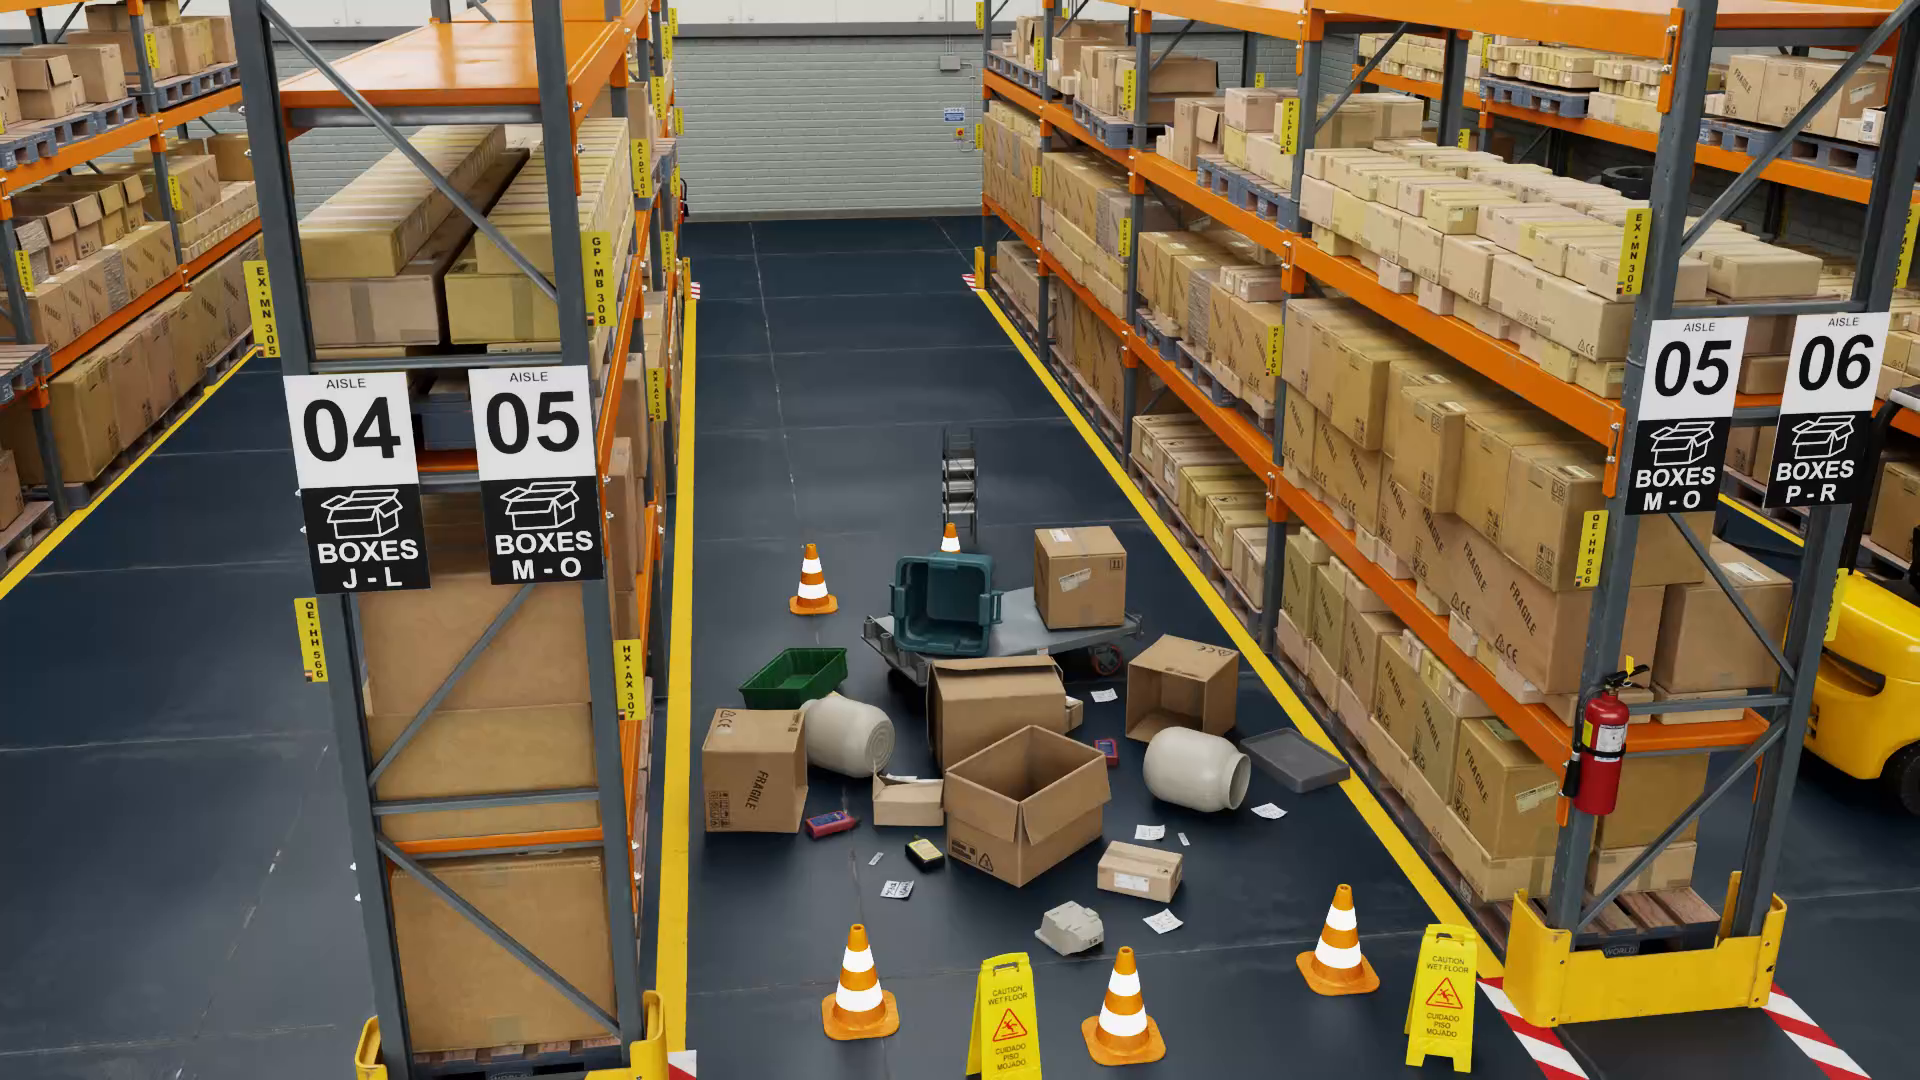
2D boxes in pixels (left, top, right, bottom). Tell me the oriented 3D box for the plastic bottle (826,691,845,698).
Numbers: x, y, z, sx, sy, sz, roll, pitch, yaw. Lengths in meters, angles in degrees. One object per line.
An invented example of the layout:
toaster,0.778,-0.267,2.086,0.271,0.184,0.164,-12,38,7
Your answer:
plastic bottle,-0.821,1.002,10.447,0.133,0.061,0.283,-15,25,-35

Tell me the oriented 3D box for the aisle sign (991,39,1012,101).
aisle sign,0.502,-6.062,21.444,0.394,0.787,0.004,-3,21,-8

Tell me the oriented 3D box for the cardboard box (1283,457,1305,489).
cardboard box,2.257,-0.436,10.455,0.380,0.149,0.250,-3,21,-8

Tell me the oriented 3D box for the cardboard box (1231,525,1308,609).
cardboard box,2.451,0.174,11.619,0.950,0.372,0.625,-3,21,-7

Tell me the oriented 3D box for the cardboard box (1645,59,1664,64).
cardboard box,6.842,-4.554,16.053,0.380,0.149,0.250,-3,21,-8

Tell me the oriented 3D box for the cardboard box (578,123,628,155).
cardboard box,-1.950,-2.101,8.743,0.380,0.149,0.250,-3,21,-8

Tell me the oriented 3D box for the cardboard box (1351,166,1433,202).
cardboard box,2.359,-1.942,9.060,0.380,0.149,0.250,-3,21,-8

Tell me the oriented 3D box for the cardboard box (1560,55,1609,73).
cardboard box,6.177,-4.715,16.457,0.380,0.149,0.250,-3,21,-7

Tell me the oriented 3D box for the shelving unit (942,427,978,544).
shelving unit,-0.001,-0.424,13.066,0.258,0.900,0.210,-3,21,-8

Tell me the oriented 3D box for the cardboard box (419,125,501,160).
cardboard box,-2.600,-2.067,8.653,0.380,0.149,0.250,-3,21,-8

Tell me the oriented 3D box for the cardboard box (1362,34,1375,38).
cardboard box,5.526,-6.628,21.461,0.500,0.250,0.500,-3,21,-8

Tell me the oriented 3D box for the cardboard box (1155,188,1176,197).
cardboard box,2.043,-2.933,15.211,0.500,0.500,0.500,-3,21,-8

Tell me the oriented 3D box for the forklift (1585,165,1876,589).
forklift,5.200,-1.165,12.147,3.031,2.935,1.130,13,24,30

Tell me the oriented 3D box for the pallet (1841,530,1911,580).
pallet,7.296,0.123,12.586,1.003,0.211,1.213,-3,21,-8

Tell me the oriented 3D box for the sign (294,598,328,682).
sign,-2.317,0.360,5.972,0.100,0.325,0.005,-3,21,-8

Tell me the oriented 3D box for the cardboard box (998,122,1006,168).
cardboard box,0.750,-4.812,20.241,0.500,0.500,0.500,-3,21,-8

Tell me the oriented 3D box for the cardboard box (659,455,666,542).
cardboard box,-2.803,-0.404,12.626,1.050,0.750,0.750,-3,21,-7

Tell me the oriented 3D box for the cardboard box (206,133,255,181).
cardboard box,-8.677,-4.599,19.960,0.500,0.500,0.500,-3,21,-7

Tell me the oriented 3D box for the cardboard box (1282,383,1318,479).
cardboard box,2.317,-0.699,10.232,0.500,0.500,0.500,-3,21,-8

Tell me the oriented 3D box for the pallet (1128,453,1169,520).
pallet,2.064,-0.487,14.218,1.003,0.211,1.213,-3,21,-8

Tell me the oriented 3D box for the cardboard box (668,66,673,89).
cardboard box,-3.522,-5.208,18.800,0.500,0.250,0.500,-2,21,-5

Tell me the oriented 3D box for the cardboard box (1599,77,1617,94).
cardboard box,6.415,-4.395,16.053,0.380,0.149,0.250,-2,21,-6

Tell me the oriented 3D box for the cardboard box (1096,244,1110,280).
cardboard box,1.554,-2.560,15.283,0.500,0.250,0.500,-3,21,-9

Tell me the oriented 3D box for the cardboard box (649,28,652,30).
cardboard box,-3.592,-5.760,18.993,0.380,0.149,0.250,-2,21,-7

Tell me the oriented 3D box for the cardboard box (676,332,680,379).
cardboard box,-3.152,-1.946,17.113,0.500,0.500,0.500,-3,21,-9

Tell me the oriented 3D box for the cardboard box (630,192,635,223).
cardboard box,-1.985,-1.815,9.118,0.380,0.149,0.250,-3,21,-8

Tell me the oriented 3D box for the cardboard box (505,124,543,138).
cardboard box,-2.825,-2.597,10.980,0.500,0.311,0.500,-4,21,-10

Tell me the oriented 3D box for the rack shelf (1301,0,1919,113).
rack shelf,2.818,-2.458,7.970,1.077,0.370,4.000,-3,21,-8

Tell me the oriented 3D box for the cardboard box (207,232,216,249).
cardboard box,-8.260,-3.224,17.919,0.380,0.149,0.250,-3,21,-9

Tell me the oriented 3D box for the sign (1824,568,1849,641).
sign,3.643,0.273,6.961,0.100,0.325,0.005,-3,21,-8

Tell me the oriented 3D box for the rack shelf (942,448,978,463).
rack shelf,-0.001,-0.646,12.983,0.258,0.077,0.200,-3,21,-8

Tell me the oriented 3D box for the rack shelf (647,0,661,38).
rack shelf,-3.219,-4.758,14.693,1.077,0.370,4.000,-3,21,-8

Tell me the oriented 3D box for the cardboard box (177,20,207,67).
cardboard box,-8.795,-5.475,18.414,0.700,0.500,0.500,-4,21,-11

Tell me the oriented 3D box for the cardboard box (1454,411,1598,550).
cardboard box,2.751,-0.290,7.709,0.700,0.500,0.500,-3,21,-7

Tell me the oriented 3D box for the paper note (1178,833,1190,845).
paper note,1.198,1.603,8.911,0.032,0.001,0.123,-3,21,-8

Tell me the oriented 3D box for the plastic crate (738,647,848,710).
plastic crate,-1.033,0.890,10.482,0.450,0.188,0.662,-2,18,24

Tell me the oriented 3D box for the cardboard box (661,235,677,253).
cardboard box,-3.225,-3.161,17.752,0.380,0.149,0.250,-2,21,-6

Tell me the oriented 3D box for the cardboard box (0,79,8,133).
cardboard box,-8.013,-3.422,13.056,0.797,0.503,0.637,-2,21,-5

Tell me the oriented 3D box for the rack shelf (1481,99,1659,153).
rack shelf,6.576,-4.076,16.584,1.077,0.370,4.000,-3,21,-8

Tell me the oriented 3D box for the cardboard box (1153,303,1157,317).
cardboard box,1.823,-1.921,13.832,0.380,0.149,0.250,-4,21,-11

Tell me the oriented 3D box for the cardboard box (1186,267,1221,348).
cardboard box,2.018,-1.742,12.425,0.500,0.500,0.500,-4,21,-10

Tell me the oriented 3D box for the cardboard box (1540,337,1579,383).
cardboard box,2.709,-0.775,7.077,0.380,0.149,0.250,-3,21,-7

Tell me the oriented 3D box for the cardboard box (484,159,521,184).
cardboard box,-2.487,-1.754,8.384,0.500,0.250,0.500,-3,21,-8

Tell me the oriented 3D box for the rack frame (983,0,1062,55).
rack frame,0.800,-7.644,20.821,1.000,3.000,0.127,-3,21,-8

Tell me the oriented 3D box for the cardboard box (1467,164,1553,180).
cardboard box,3.021,-1.977,9.155,0.380,0.149,0.250,-2,21,-6

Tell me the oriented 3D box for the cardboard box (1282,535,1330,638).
cardboard box,2.347,0.279,10.440,0.500,0.500,0.500,-2,21,-5

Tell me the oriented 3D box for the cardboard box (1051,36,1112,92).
cardboard box,1.216,-4.778,16.691,0.500,0.500,0.500,-3,21,-9

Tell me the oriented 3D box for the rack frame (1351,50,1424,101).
rack frame,5.711,-5.085,22.545,1.000,3.000,0.127,-3,21,-8

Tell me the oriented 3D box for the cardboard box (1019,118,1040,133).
cardboard box,0.895,-4.804,19.293,0.380,0.149,0.250,-3,21,-9

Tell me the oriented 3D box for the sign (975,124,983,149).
sign,0.250,-5.250,21.636,0.100,0.325,0.005,-3,21,-8

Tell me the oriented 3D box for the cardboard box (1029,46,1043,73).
cardboard box,0.967,-5.240,18.119,0.396,0.266,0.258,-2,21,-6

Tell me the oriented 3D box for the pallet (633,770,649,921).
pallet,-2.143,1.603,8.624,1.003,0.211,1.213,-3,21,-8

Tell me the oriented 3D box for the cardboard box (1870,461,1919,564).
cardboard box,7.354,-0.195,12.245,0.875,0.625,0.625,-2,21,-5

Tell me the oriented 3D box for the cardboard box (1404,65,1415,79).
cardboard box,5.652,-5.715,20.303,0.380,0.149,0.250,-3,21,-8

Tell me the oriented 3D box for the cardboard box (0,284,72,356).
cardboard box,-7.655,-1.793,13.586,0.500,0.500,0.500,-2,21,-6

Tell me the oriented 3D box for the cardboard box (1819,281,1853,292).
cardboard box,6.843,-1.917,12.992,0.380,0.149,0.250,-3,21,-9

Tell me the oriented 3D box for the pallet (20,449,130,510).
pallet,-7.893,-0.535,14.346,1.003,0.211,1.213,-3,21,-8
